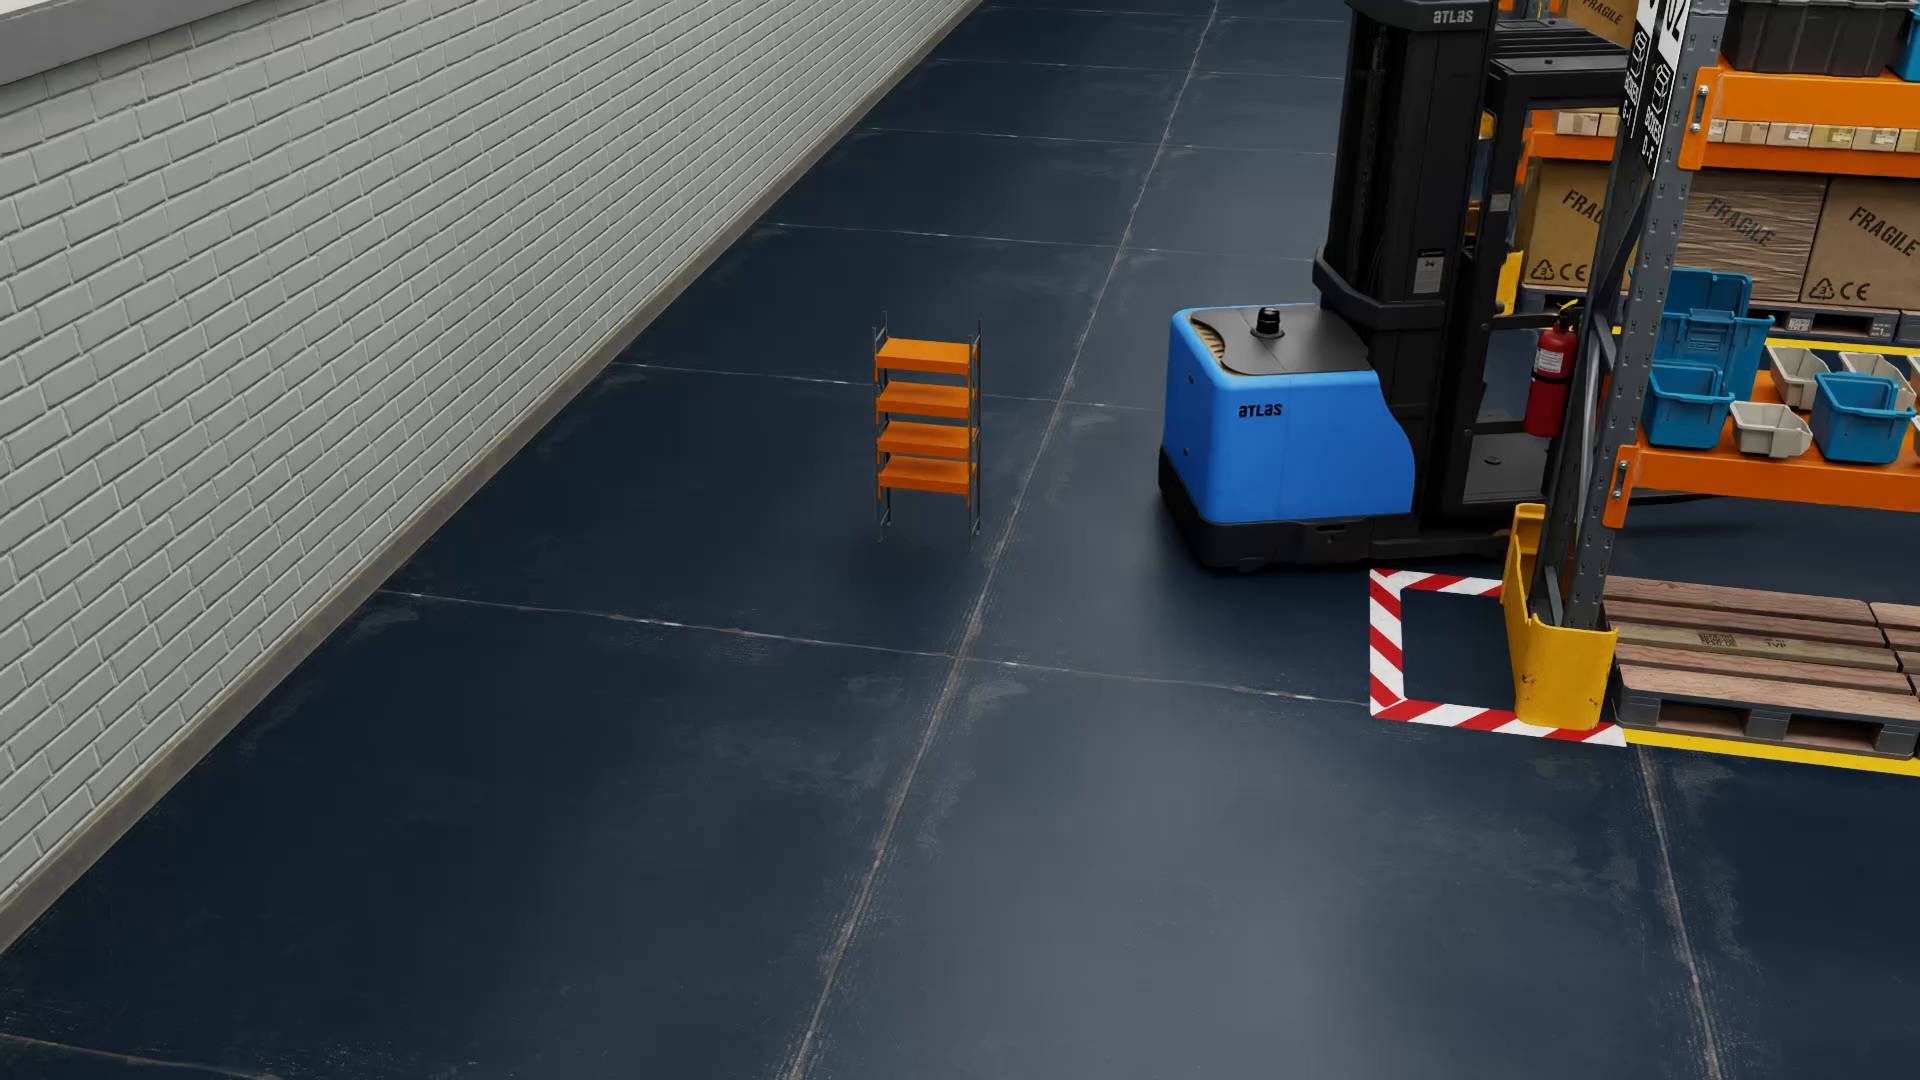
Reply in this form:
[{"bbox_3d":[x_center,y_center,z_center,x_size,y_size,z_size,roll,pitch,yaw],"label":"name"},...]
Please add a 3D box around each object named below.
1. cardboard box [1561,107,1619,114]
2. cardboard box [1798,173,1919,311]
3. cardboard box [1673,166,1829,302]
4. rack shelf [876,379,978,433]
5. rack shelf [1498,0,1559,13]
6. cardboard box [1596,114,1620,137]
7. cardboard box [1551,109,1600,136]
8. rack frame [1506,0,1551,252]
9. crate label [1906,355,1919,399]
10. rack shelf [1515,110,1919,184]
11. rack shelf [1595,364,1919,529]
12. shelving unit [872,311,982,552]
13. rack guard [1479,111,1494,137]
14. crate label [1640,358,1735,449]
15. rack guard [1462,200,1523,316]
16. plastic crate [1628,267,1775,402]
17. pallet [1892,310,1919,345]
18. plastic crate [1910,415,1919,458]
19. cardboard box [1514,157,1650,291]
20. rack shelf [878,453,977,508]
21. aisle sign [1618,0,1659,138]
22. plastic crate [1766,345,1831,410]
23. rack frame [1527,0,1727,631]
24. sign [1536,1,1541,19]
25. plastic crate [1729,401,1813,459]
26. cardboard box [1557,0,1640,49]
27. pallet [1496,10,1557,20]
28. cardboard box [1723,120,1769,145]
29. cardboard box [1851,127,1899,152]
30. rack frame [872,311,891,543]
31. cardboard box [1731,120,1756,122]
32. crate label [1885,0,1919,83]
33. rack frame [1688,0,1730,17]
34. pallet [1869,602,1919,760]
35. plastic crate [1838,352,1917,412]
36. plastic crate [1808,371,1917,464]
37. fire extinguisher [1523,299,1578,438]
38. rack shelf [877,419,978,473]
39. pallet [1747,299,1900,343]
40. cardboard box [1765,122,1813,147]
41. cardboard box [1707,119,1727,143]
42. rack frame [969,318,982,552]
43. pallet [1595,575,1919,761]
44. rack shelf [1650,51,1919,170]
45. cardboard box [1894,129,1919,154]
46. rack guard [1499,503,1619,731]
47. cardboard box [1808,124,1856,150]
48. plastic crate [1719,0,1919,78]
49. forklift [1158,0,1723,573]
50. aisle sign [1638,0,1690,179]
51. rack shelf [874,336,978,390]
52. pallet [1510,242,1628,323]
[{"bbox_3d":[4.202,-2.989,10.932,0.500,0.250,0.500,5,29,9],"label":"cardboard box"},{"bbox_3d":[6.192,-2.144,11.318,0.875,0.875,0.875,6,29,11],"label":"cardboard box"},{"bbox_3d":[5.322,-2.233,11.481,0.875,0.875,0.875,6,29,11],"label":"cardboard box"},{"bbox_3d":[-0.162,-0.680,8.417,0.480,0.148,0.258,6,29,11],"label":"rack shelf"},{"bbox_3d":[6.880,-4.902,15.330,4.000,0.370,1.077,6,29,11],"label":"rack shelf"},{"bbox_3d":[4.319,-2.773,10.953,0.250,0.149,0.380,5,29,10],"label":"cardboard box"},{"bbox_3d":[4.068,-2.798,10.999,0.250,0.149,0.380,6,29,11],"label":"cardboard box"},{"bbox_3d":[3.789,-3.099,11.287,0.127,3.000,1.000,6,29,11],"label":"rack frame"},{"bbox_3d":[4.148,-0.635,6.998,0.243,0.136,0.396,6,29,11],"label":"crate label"},{"bbox_3d":[5.745,-2.583,11.093,4.000,0.370,1.077,6,29,11],"label":"rack shelf"},{"bbox_3d":[4.711,-0.257,6.845,4.000,0.370,1.077,6,29,11],"label":"rack shelf"},{"bbox_3d":[-0.162,-0.543,8.492,0.503,1.200,0.258,6,29,11],"label":"shelving unit"},{"bbox_3d":[4.998,-4.314,16.109,0.348,0.500,1.175,6,29,11],"label":"rack guard"},{"bbox_3d":[2.928,-0.546,6.736,0.303,0.233,0.416,6,29,11],"label":"crate label"},{"bbox_3d":[3.766,-2.005,11.892,0.348,0.500,1.175,6,29,11],"label":"rack guard"},{"bbox_3d":[3.122,-0.869,7.114,0.499,0.435,0.616,6,29,11],"label":"plastic crate"},{"bbox_3d":[6.974,-1.588,11.430,1.213,0.211,1.003,6,29,11],"label":"pallet"},{"bbox_3d":[3.888,-0.365,6.505,0.298,0.136,0.250,6,29,11],"label":"plastic crate"},{"bbox_3d":[4.432,-2.325,11.648,0.875,0.875,0.875,6,29,11],"label":"cardboard box"},{"bbox_3d":[-0.162,-0.310,8.620,0.480,0.148,0.258,6,29,11],"label":"rack shelf"},{"bbox_3d":[2.746,-2.058,6.678,0.004,0.787,0.394,6,29,11],"label":"aisle sign"},{"bbox_3d":[3.590,-0.687,7.093,0.243,0.136,0.396,6,29,11],"label":"plastic crate"},{"bbox_3d":[2.755,-0.773,7.038,0.127,3.000,1.000,6,29,11],"label":"rack frame"},{"bbox_3d":[3.668,-3.253,10.585,0.005,0.325,0.100,6,29,11],"label":"sign"},{"bbox_3d":[3.224,-0.433,6.630,0.298,0.136,0.250,6,29,11],"label":"plastic crate"},{"bbox_3d":[4.321,-3.567,11.208,0.500,0.500,0.500,6,29,11],"label":"cardboard box"},{"bbox_3d":[6.657,-6.486,20.378,1.213,0.211,1.003,6,29,11],"label":"pallet"},{"bbox_3d":[5.073,-2.696,10.813,0.250,0.149,0.380,5,29,10],"label":"cardboard box"},{"bbox_3d":[5.829,-2.619,10.672,0.250,0.149,0.380,6,29,11],"label":"cardboard box"},{"bbox_3d":[-0.401,-0.567,8.537,0.015,1.200,0.240,6,29,11],"label":"rack frame"},{"bbox_3d":[5.203,-2.888,10.747,0.500,0.250,0.500,5,29,9],"label":"cardboard box"},{"bbox_3d":[3.590,-1.779,5.907,0.502,0.251,0.408,6,29,11],"label":"crate label"},{"bbox_3d":[2.755,-3.404,5.598,0.127,3.000,1.000,6,29,11],"label":"rack frame"},{"bbox_3d":[4.743,0.675,7.298,1.213,0.211,1.003,6,29,11],"label":"pallet"},{"bbox_3d":[3.871,-0.651,7.028,0.243,0.136,0.396,6,29,11],"label":"plastic crate"},{"bbox_3d":[3.572,-0.480,6.616,0.300,0.233,0.416,6,29,11],"label":"plastic crate"},{"bbox_3d":[2.702,-0.804,7.564,0.183,0.674,0.296,6,29,11],"label":"fire extinguisher"},{"bbox_3d":[-0.162,-0.484,8.524,0.480,0.148,0.258,6,29,11],"label":"rack shelf"},{"bbox_3d":[5.777,-1.709,11.652,1.213,0.211,1.003,6,29,11],"label":"pallet"},{"bbox_3d":[5.326,-2.670,10.766,0.250,0.149,0.380,6,29,10],"label":"cardboard box"},{"bbox_3d":[4.825,-2.722,10.860,0.250,0.149,0.380,5,29,10],"label":"cardboard box"},{"bbox_3d":[0.077,-0.518,8.447,0.015,1.200,0.240,6,29,11],"label":"rack frame"},{"bbox_3d":[3.554,0.551,7.523,1.213,0.211,1.003,6,29,11],"label":"pallet"},{"bbox_3d":[4.711,-1.573,6.124,4.000,0.370,1.077,6,29,11],"label":"rack shelf"},{"bbox_3d":[6.078,-2.593,10.624,0.250,0.149,0.380,5,29,10],"label":"cardboard box"},{"bbox_3d":[2.729,0.327,7.632,0.348,0.500,1.175,6,29,11],"label":"rack guard"},{"bbox_3d":[5.572,-2.645,10.719,0.250,0.149,0.380,5,29,9],"label":"cardboard box"},{"bbox_3d":[3.073,-1.862,6.040,0.590,0.269,0.497,6,29,11],"label":"plastic crate"},{"bbox_3d":[2.649,-1.423,8.296,3.031,2.935,1.130,-4,29,-6],"label":"forklift"},{"bbox_3d":[2.623,-1.781,6.172,0.004,0.787,0.394,6,29,11],"label":"aisle sign"},{"bbox_3d":[-0.162,-0.888,8.303,0.480,0.148,0.258,6,29,11],"label":"rack shelf"},{"bbox_3d":[4.588,-1.832,11.877,1.213,0.211,1.003,6,29,11],"label":"pallet"}]
